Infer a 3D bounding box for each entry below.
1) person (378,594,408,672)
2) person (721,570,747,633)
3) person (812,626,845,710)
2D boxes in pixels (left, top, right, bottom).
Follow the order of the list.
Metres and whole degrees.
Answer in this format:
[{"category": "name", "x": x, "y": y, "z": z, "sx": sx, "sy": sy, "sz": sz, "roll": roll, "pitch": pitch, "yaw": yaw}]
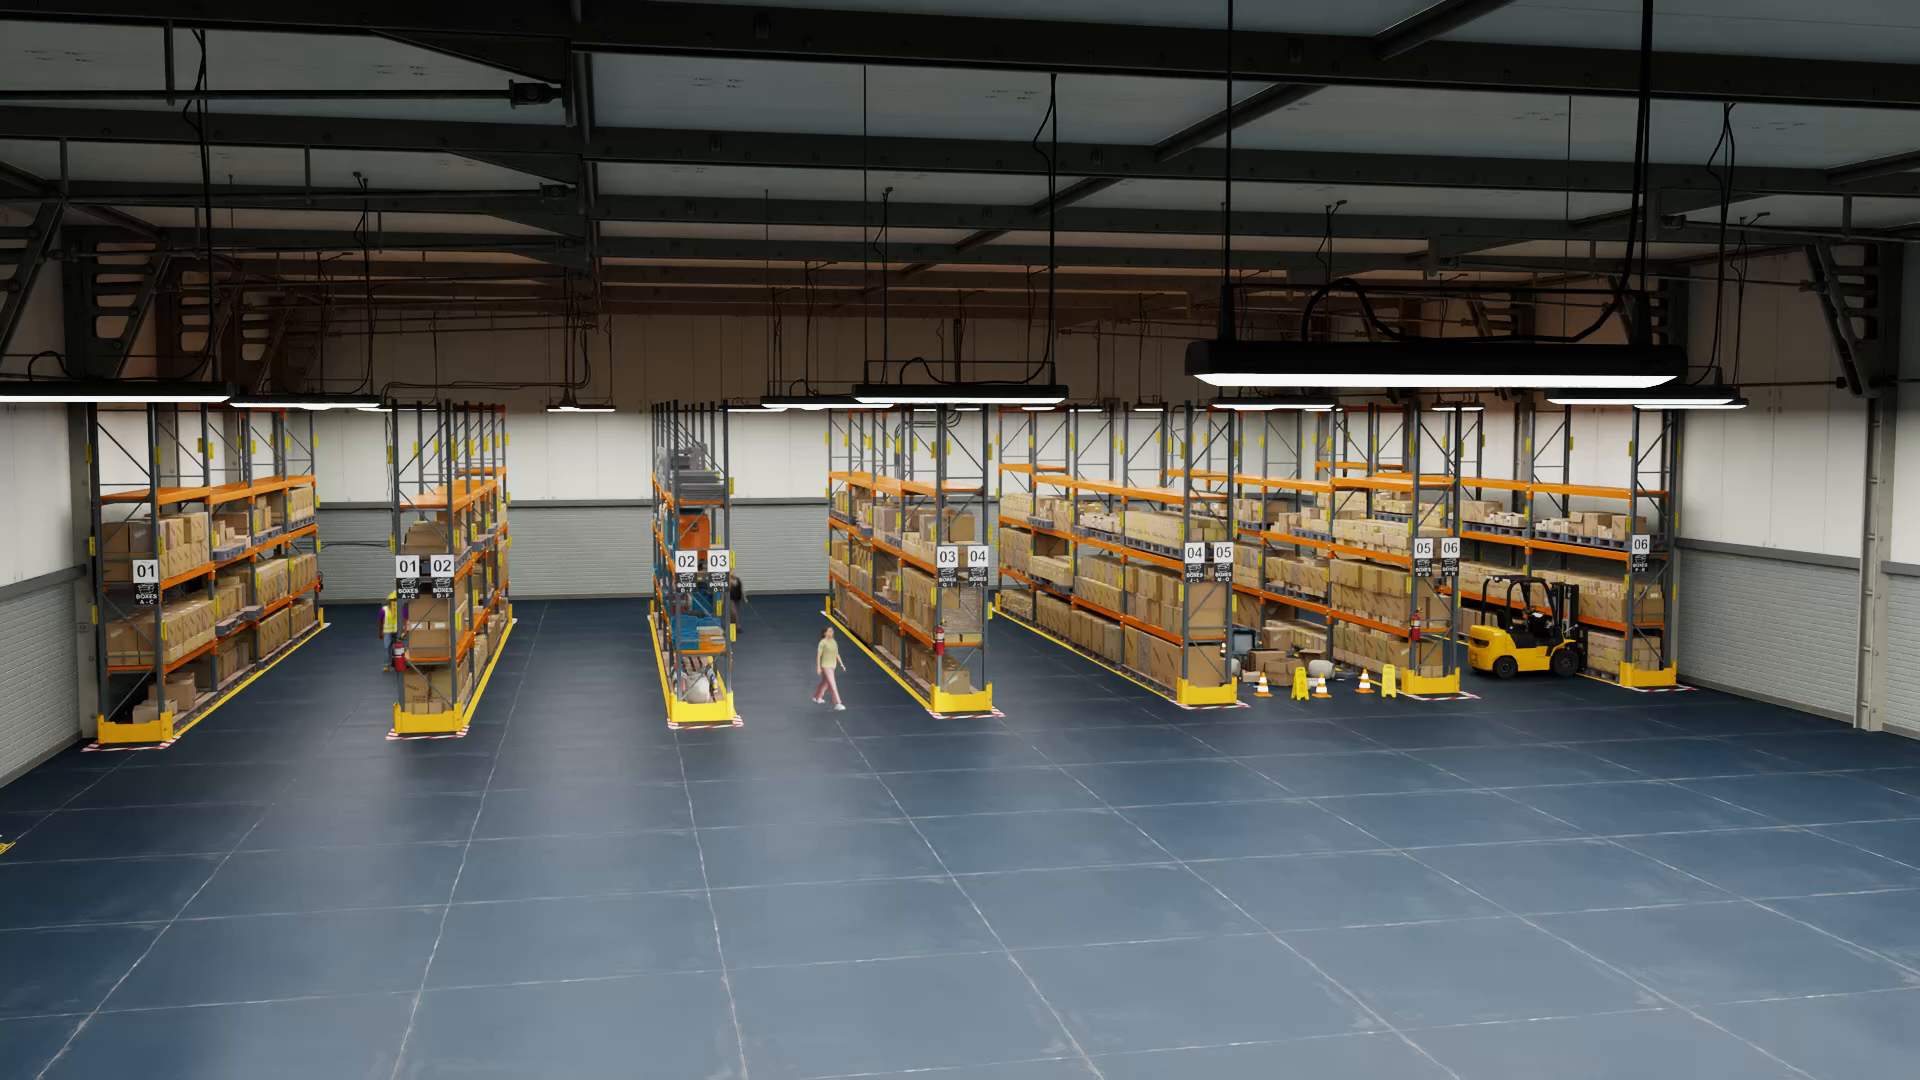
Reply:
[{"category": "person", "x": -12.629, "y": 2.049, "z": 37.059, "sx": 0.663, "sy": 1.700, "sz": 1.066, "roll": -1, "pitch": 4, "yaw": -13}, {"category": "person", "x": -5.905, "y": 1.579, "z": 43.671, "sx": 0.605, "sy": 1.672, "sz": 0.951, "roll": -4, "pitch": 6, "yaw": -40}, {"category": "person", "x": -2.545, "y": 2.458, "z": 32.358, "sx": 1.105, "sy": 1.602, "sz": 0.506, "roll": 4, "pitch": 6, "yaw": 44}]
